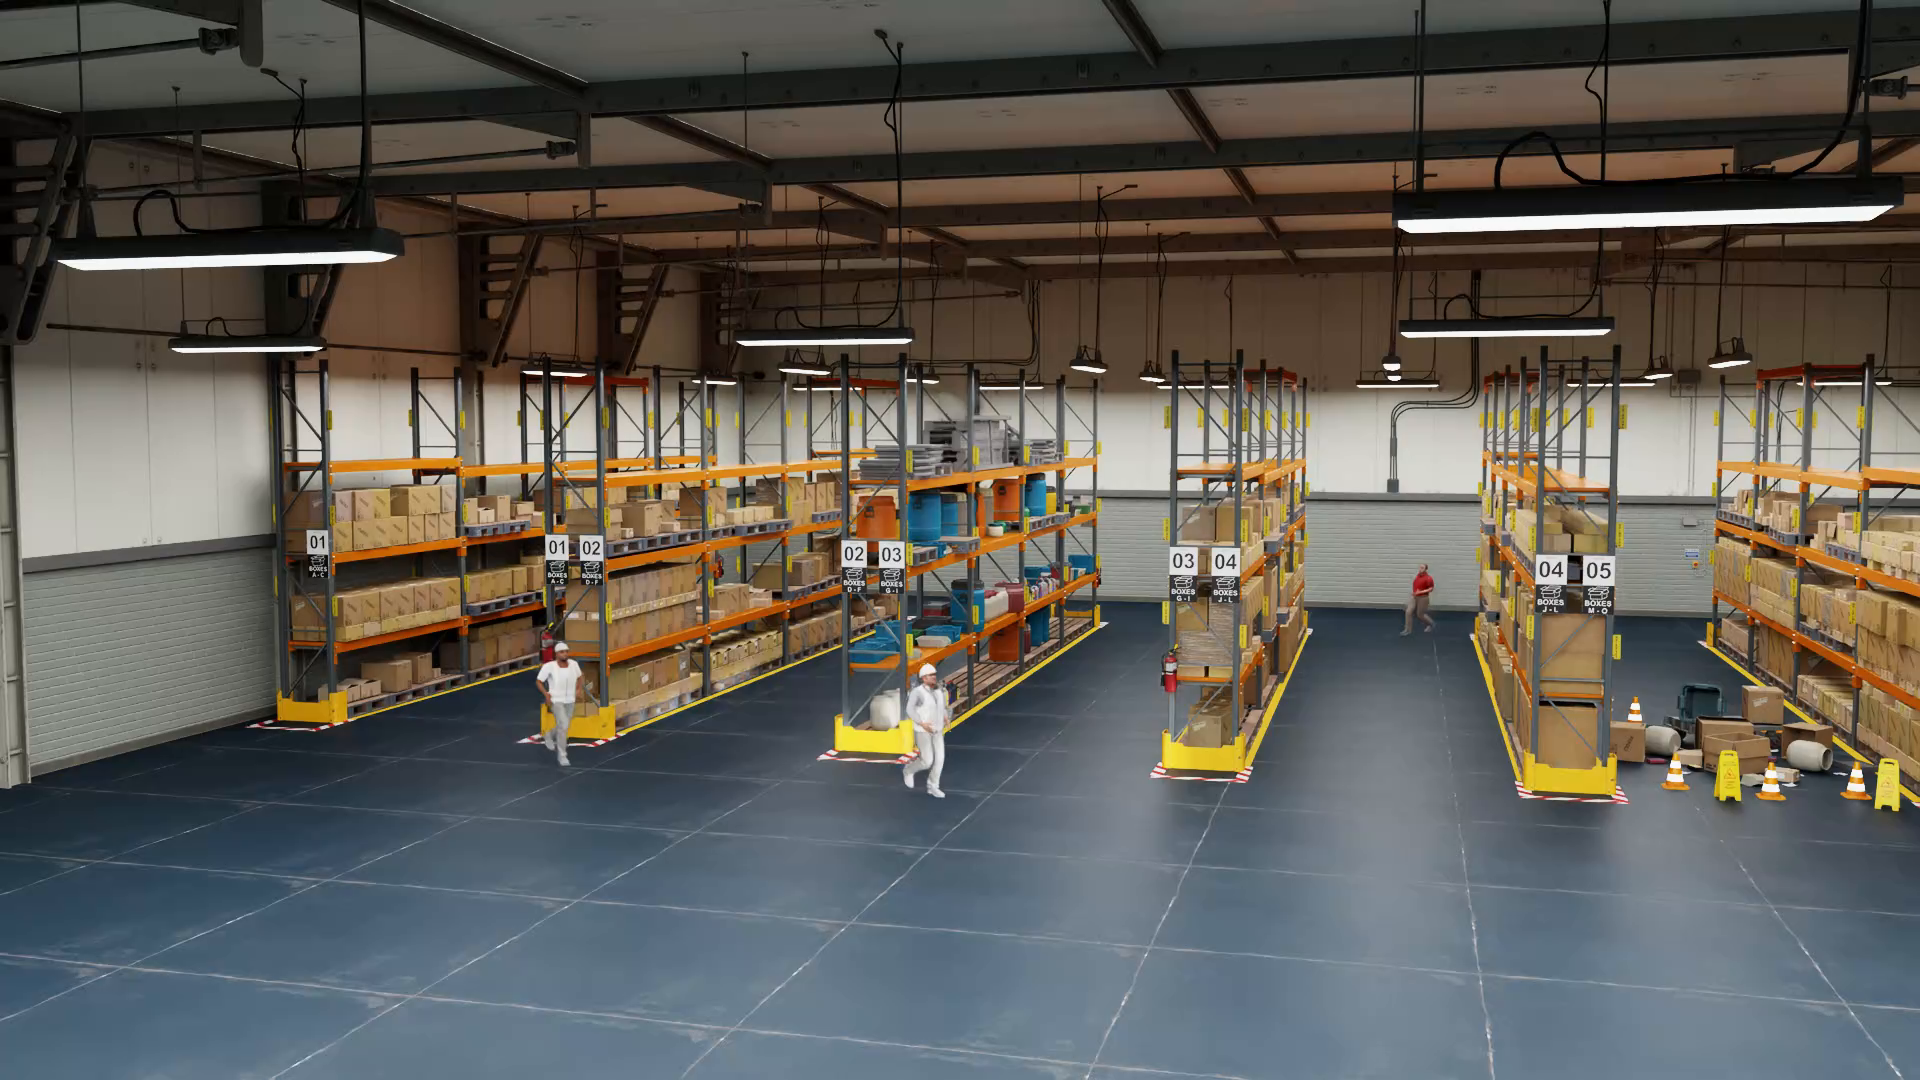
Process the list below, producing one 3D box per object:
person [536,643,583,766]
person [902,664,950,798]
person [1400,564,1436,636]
[{"bbox_3d":[-5.883,2.375,24.452,0.701,1.773,0.798,-4,5,-41],"label":"person"},{"bbox_3d":[-0.446,2.536,22.283,0.684,1.761,0.685,-4,6,-43],"label":"person"},{"bbox_3d":[10.725,1.387,38.601,0.908,1.698,0.705,-2,4,-23],"label":"person"}]
